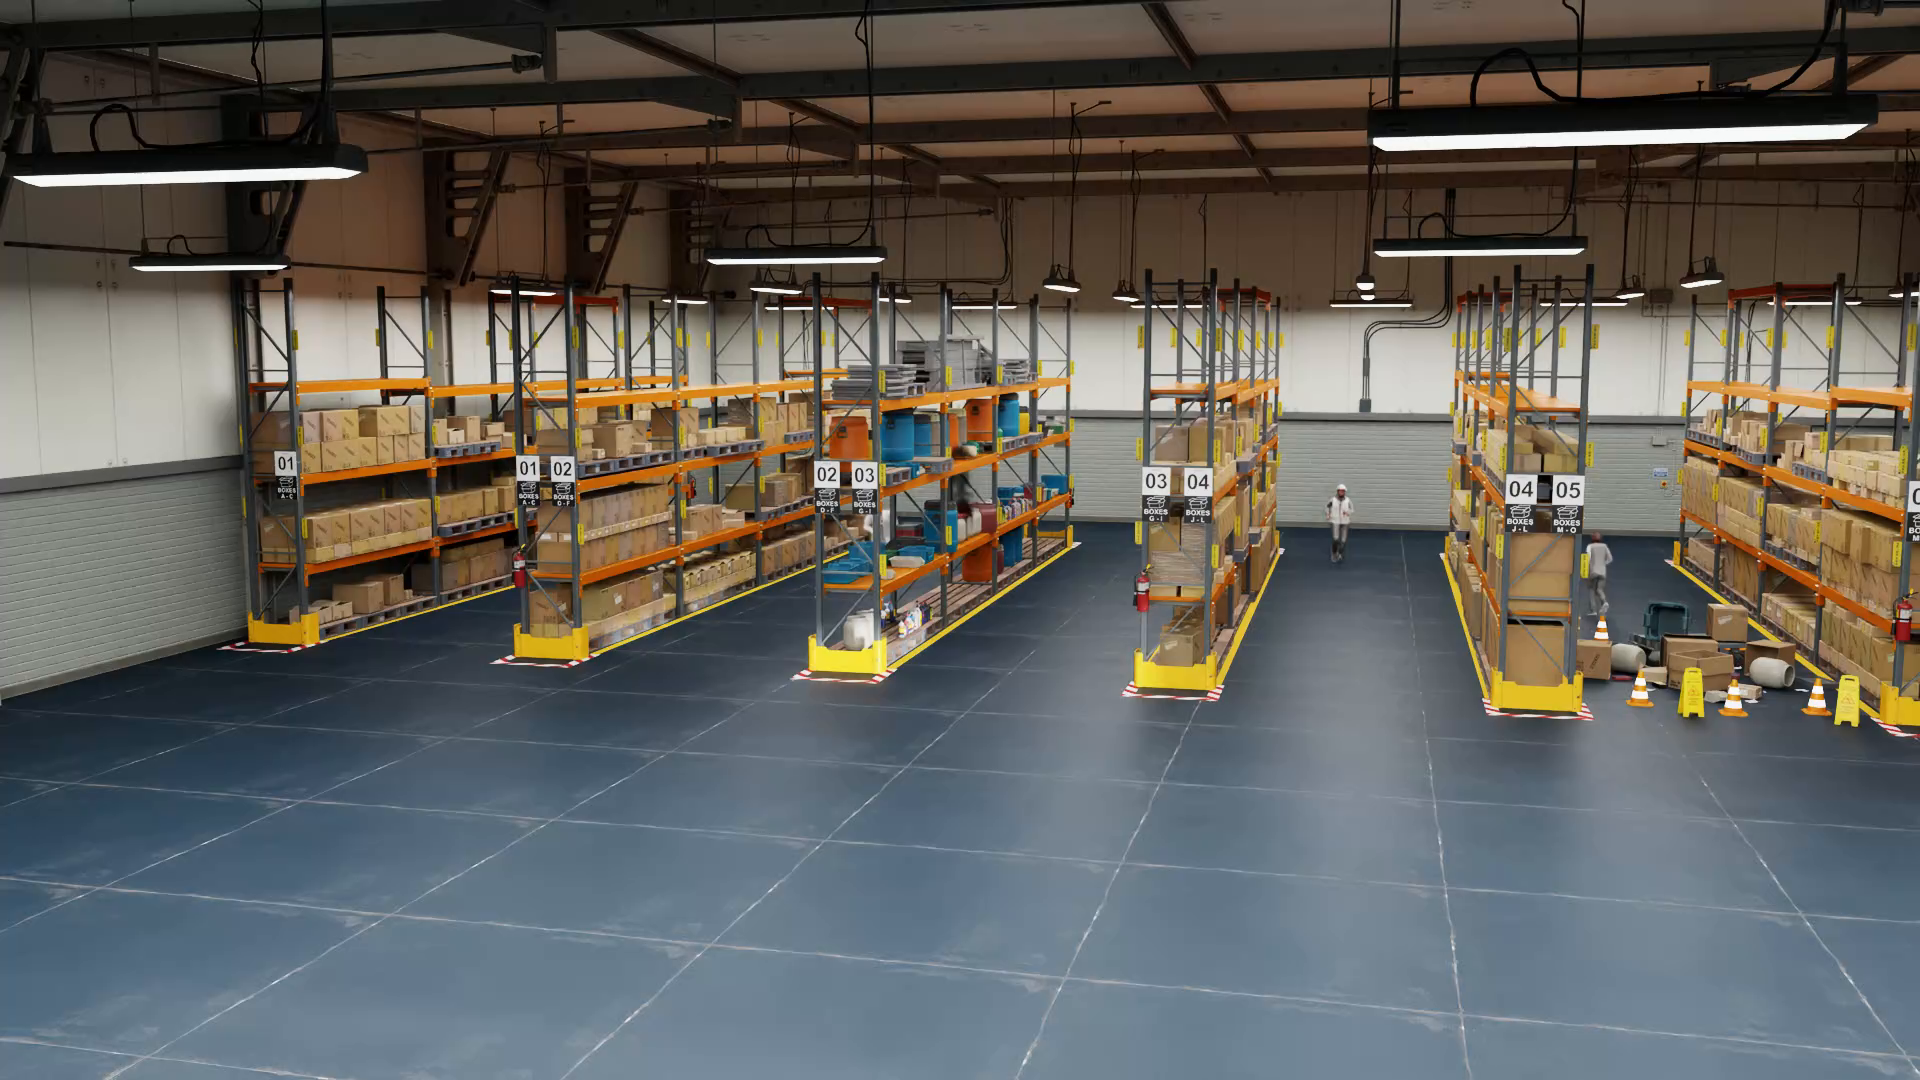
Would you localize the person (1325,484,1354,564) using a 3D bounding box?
[{"bbox_3d":[8.547,-0.355,37.423,0.622,1.800,0.726,1,7,5],"label":"person"}]

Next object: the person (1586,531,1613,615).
[{"bbox_3d":[11.589,0.633,30.157,0.542,1.551,0.687,0,7,1],"label":"person"}]

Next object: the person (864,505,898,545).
[{"bbox_3d":[-1.658,-0.012,34.924,0.710,1.670,0.924,0,7,2],"label":"person"}]
